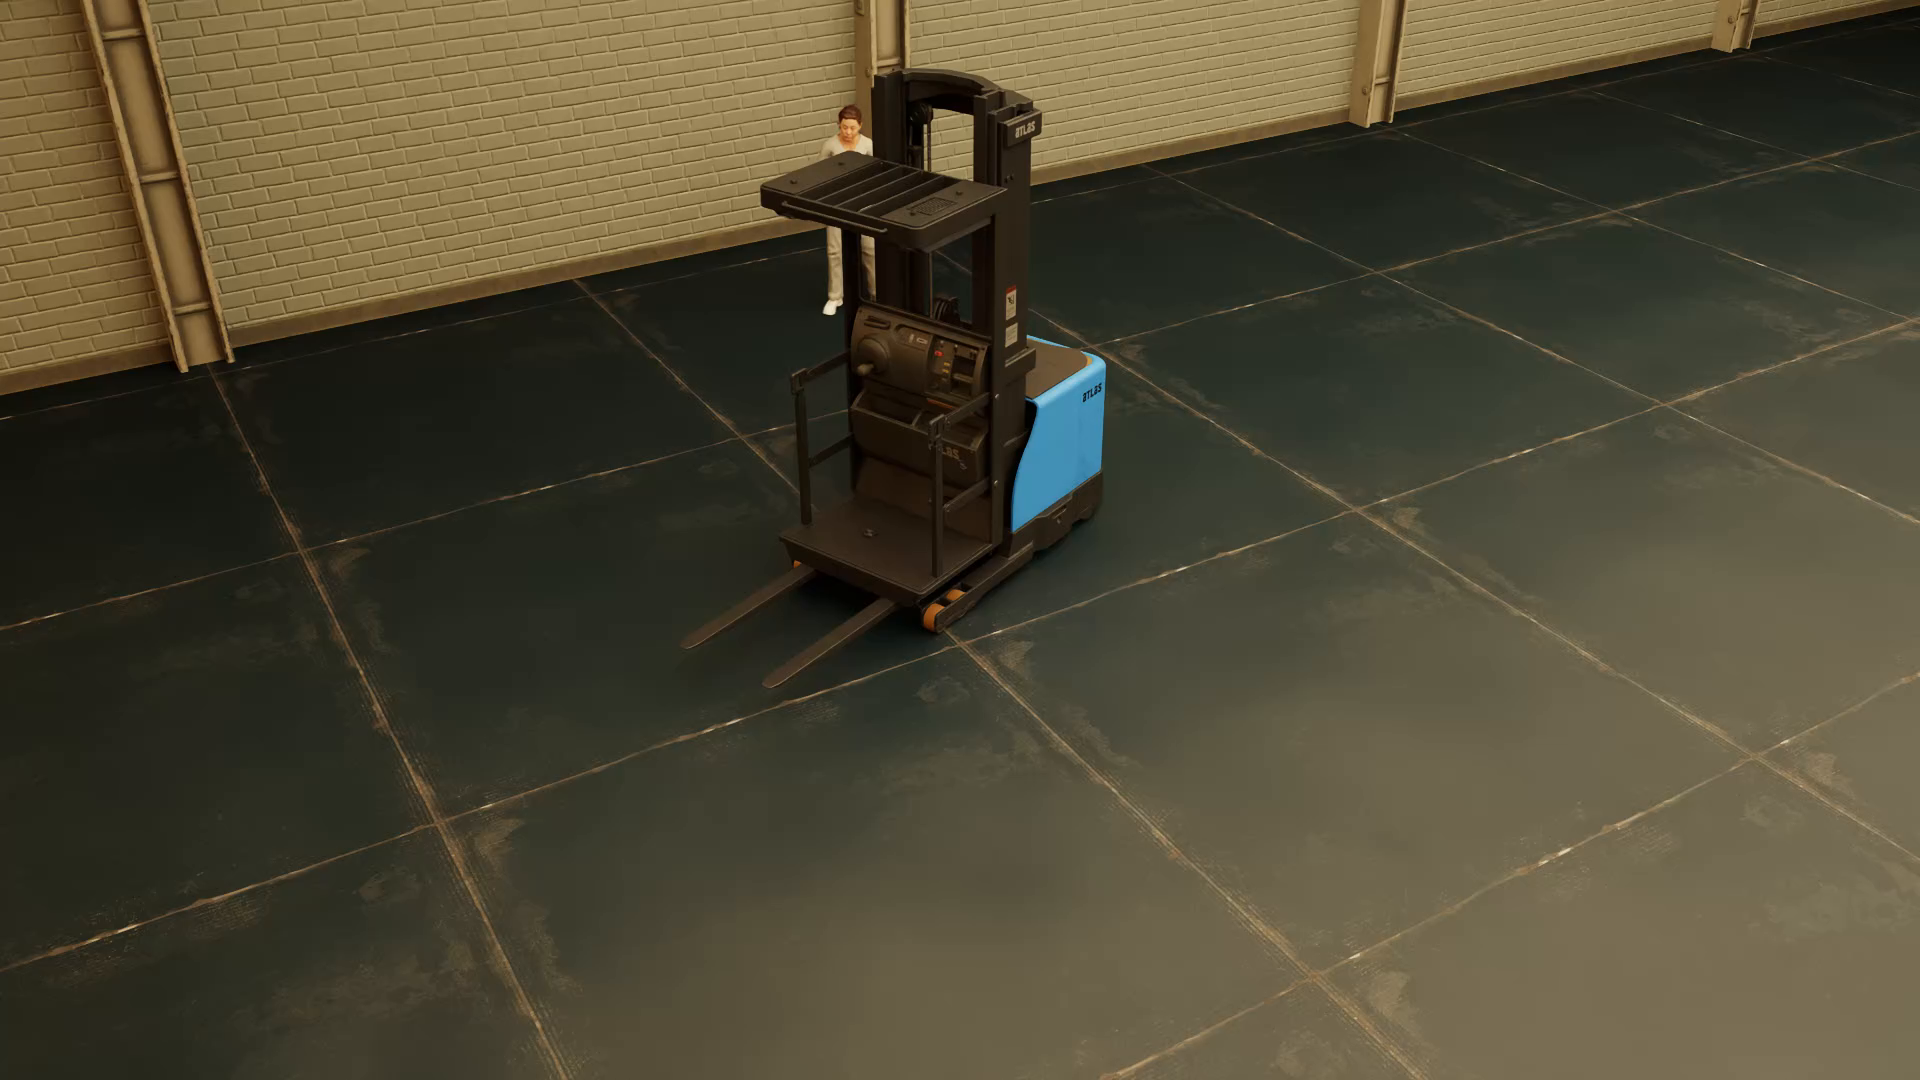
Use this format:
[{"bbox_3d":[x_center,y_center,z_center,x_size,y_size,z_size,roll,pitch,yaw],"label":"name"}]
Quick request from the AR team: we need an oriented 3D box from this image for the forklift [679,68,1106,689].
[{"bbox_3d":[-0.365,-1.007,9.329,1.130,2.935,3.031,21,37,31],"label":"forklift"}]

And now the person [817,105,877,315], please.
[{"bbox_3d":[-0.867,-2.657,13.310,0.572,1.680,0.400,-5,31,-8],"label":"person"}]
